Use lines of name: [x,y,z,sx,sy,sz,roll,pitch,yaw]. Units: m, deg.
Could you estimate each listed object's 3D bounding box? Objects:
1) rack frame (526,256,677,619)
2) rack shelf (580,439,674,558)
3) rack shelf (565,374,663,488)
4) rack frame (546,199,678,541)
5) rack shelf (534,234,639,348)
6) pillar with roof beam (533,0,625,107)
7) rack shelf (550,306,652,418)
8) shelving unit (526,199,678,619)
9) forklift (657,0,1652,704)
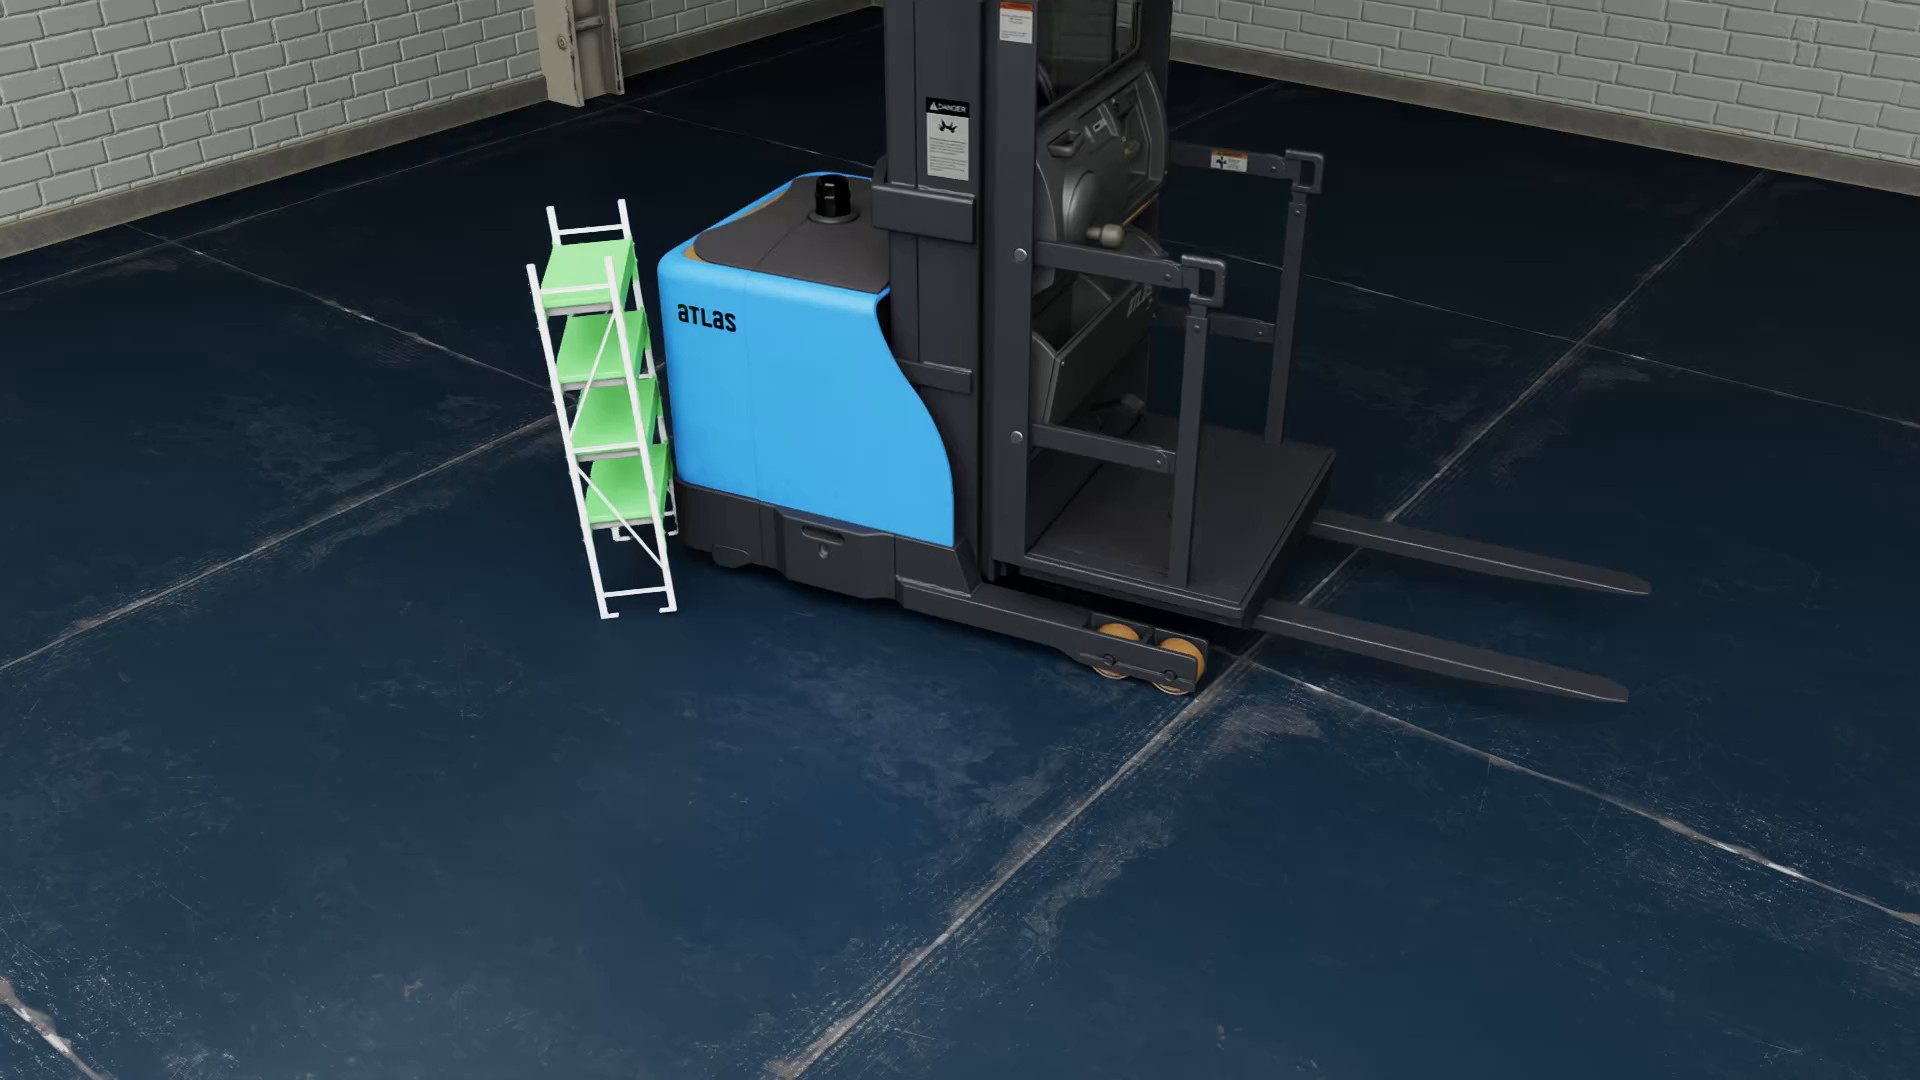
rack frame: [-1.068,-0.278,5.025,0.240,1.200,0.015,-6,31,-3]
rack shelf: [-1.072,-0.141,5.390,0.258,0.148,0.480,-6,31,-3]
rack shelf: [-1.088,-0.347,5.267,0.258,0.148,0.480,-6,31,-3]
rack frame: [-1.116,-0.525,5.443,0.240,1.200,0.015,-6,31,-3]
rack shelf: [-1.120,-0.757,5.020,0.258,0.148,0.480,-6,31,-3]
pillar with roof beam: [1.075,-5.342,5.937,9.100,9.000,0.400,21,37,31]
rack shelf: [-1.104,-0.552,5.144,0.258,0.148,0.480,-6,31,-3]
shelving unit: [-1.092,-0.401,5.234,0.258,1.200,0.503,-6,31,-3]
forklift: [0.604,-1.108,4.744,3.031,2.935,1.130,14,33,22]
